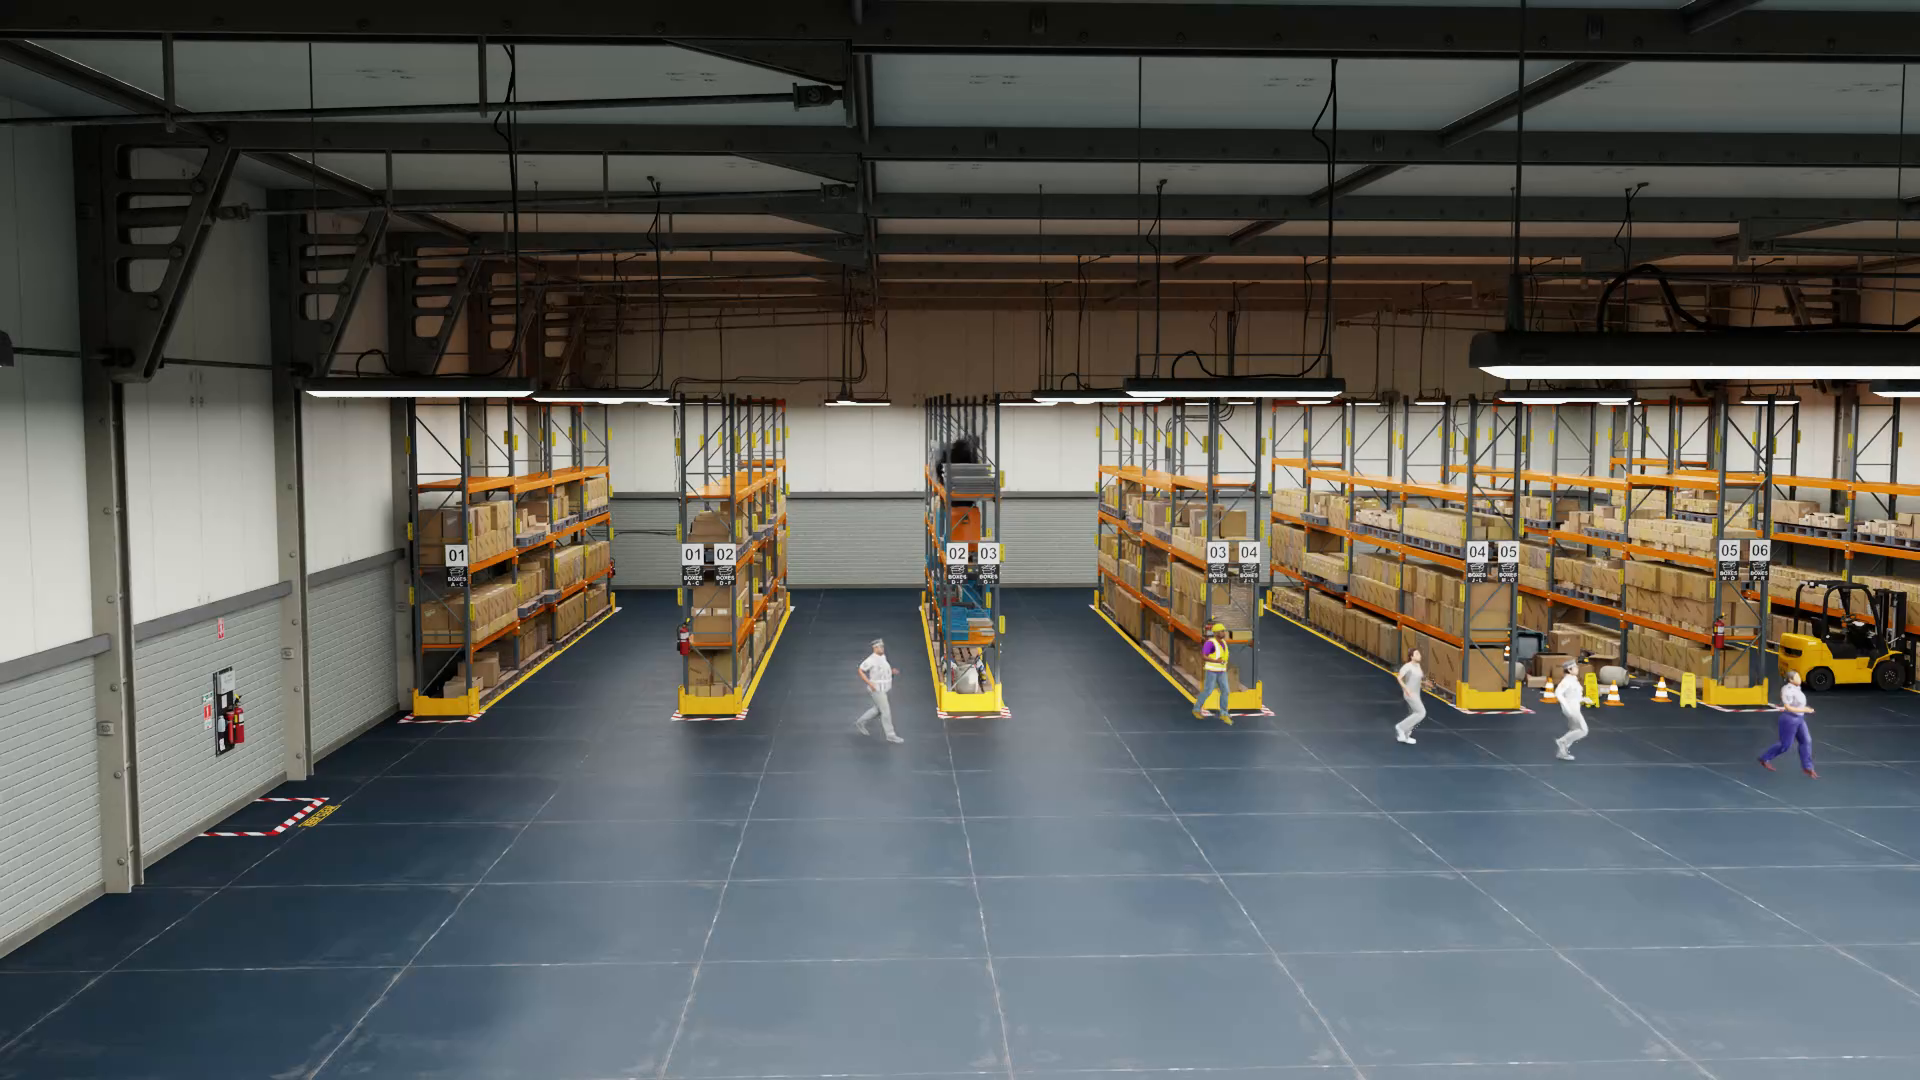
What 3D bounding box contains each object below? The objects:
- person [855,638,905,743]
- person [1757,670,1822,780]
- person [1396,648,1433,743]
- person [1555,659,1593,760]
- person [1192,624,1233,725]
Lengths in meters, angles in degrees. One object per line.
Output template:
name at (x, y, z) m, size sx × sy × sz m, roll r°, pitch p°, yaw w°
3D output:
person at (-1.395, 2.560, 28.551) m, size 0.991 × 1.766 × 0.663 m, roll 2°, pitch 5°, yaw 20°
person at (12.931, 2.861, 25.885) m, size 0.898 × 1.679 × 0.614 m, roll 4°, pitch 6°, yaw 43°
person at (7.791, 2.657, 28.459) m, size 0.558 × 1.636 × 0.551 m, roll 3°, pitch 6°, yaw 35°
person at (9.985, 2.756, 27.021) m, size 0.548 × 1.652 × 0.600 m, roll 2°, pitch 5°, yaw 28°
person at (4.700, 2.434, 30.420) m, size 0.729 × 1.814 × 0.792 m, roll -4°, pitch 6°, yaw -41°
